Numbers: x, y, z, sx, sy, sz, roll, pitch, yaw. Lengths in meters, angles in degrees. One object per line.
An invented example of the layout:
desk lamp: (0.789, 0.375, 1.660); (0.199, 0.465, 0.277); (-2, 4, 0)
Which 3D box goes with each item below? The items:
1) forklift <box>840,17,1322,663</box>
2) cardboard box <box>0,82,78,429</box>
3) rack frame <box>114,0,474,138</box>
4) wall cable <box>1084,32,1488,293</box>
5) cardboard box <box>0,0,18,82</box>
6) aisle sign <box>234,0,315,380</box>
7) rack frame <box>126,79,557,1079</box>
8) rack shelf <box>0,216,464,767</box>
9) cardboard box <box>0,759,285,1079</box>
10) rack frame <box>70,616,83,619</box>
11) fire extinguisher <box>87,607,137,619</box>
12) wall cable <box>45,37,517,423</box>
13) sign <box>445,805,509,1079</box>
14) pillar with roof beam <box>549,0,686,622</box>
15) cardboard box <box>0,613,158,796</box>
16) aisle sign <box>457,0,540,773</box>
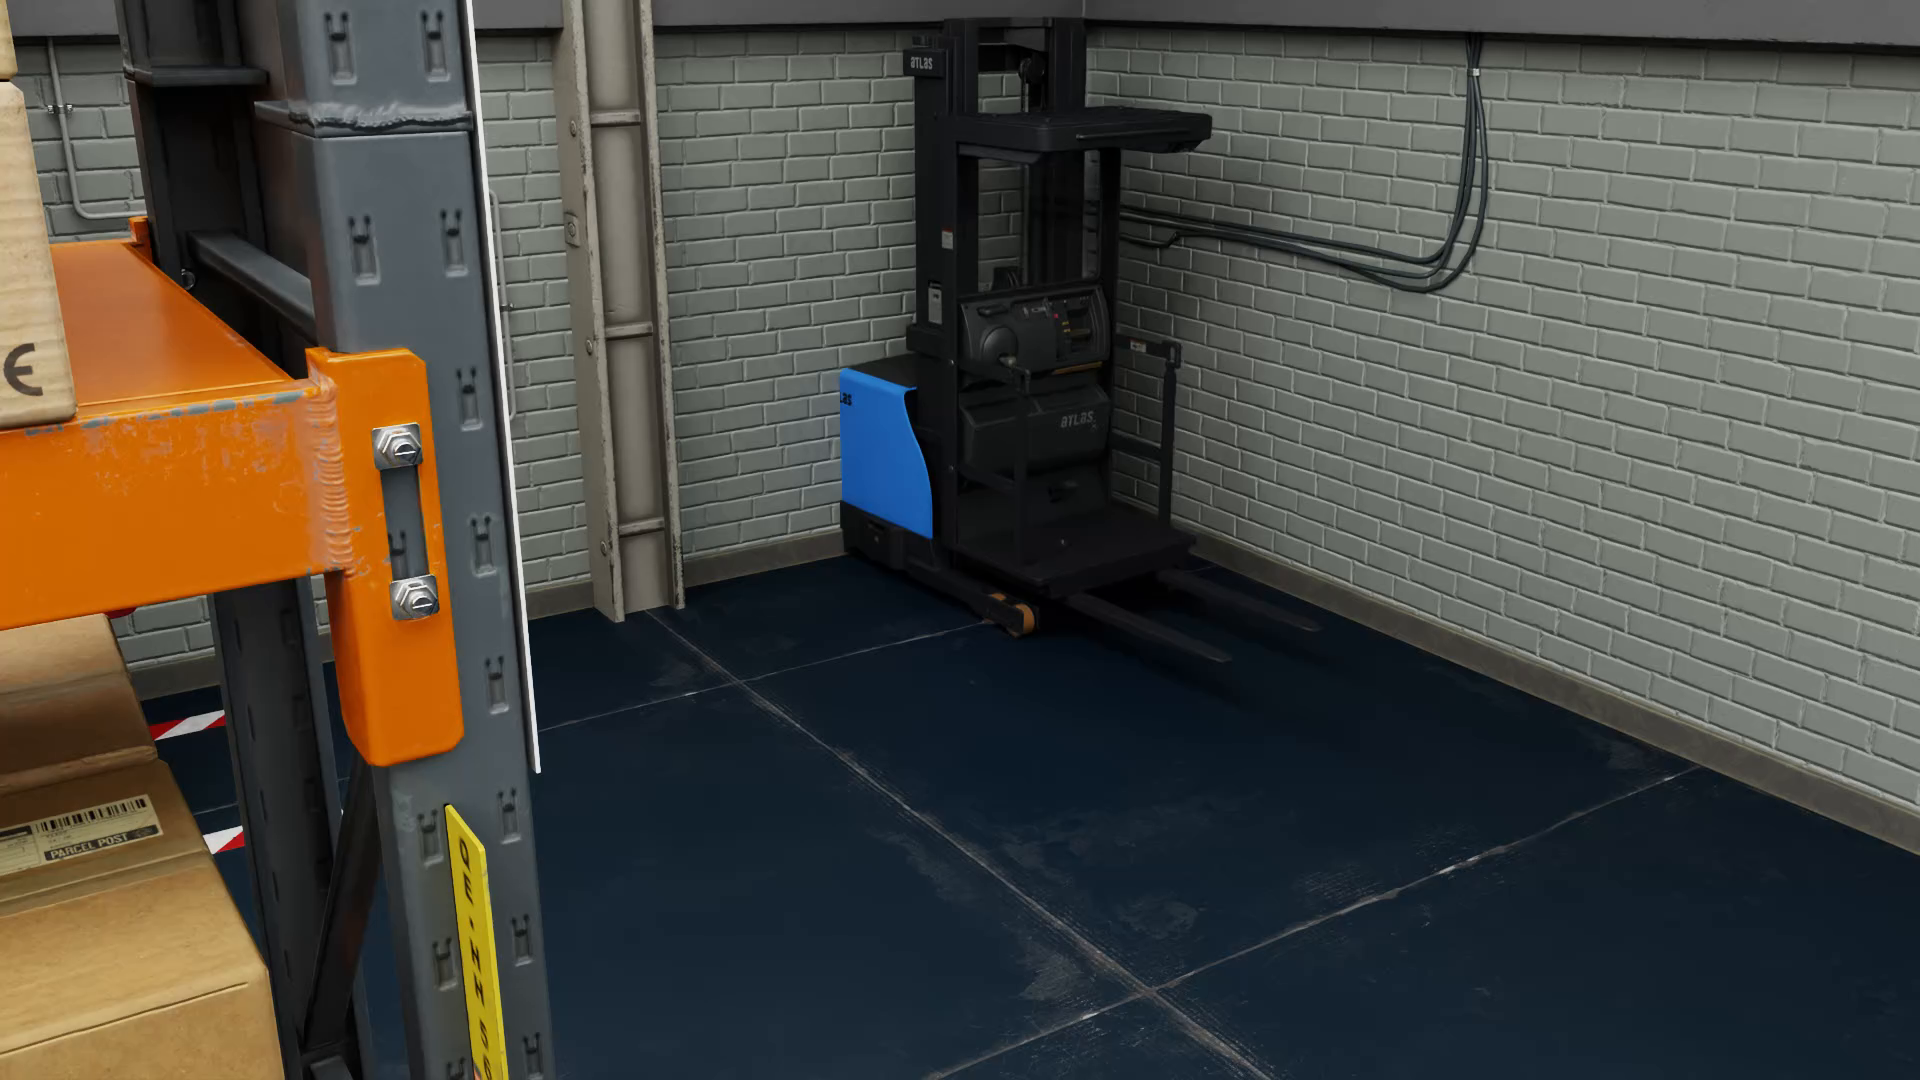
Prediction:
forklift: (0.525, -1.082, 8.370); (1.130, 2.935, 3.031); (-14, 23, -35)
cardboard box: (-1.018, -0.232, 1.298); (0.500, 0.250, 0.500); (-12, 22, -31)
rack frame: (-0.734, -1.885, 1.270); (0.127, 3.000, 1.000); (-12, 22, -31)
wall cable: (1.459, -2.639, 8.348); (0.112, 2.526, 3.097); (-12, 22, -31)
cardboard box: (-1.022, -0.471, 1.225); (0.500, 0.250, 0.500); (-12, 22, -31)
aisle sign: (-0.838, -0.365, 2.082); (0.004, 0.787, 0.394); (-12, 22, -31)
rack frame: (-0.734, 0.957, 2.231); (0.127, 3.000, 1.000); (-12, 22, -31)
rack shelf: (-2.404, 0.229, 0.823); (4.000, 0.370, 1.077); (-12, 22, -31)
cardboard box: (-0.954, 0.588, 1.605); (0.500, 0.500, 0.500); (-12, 22, -32)
rack frame: (-3.461, -0.367, 6.148); (0.127, 3.000, 1.000); (-12, 22, -31)
fire extinguisher: (-3.081, -0.057, 5.933); (0.183, 0.674, 0.296); (-12, 22, -31)
wall cable: (-2.912, -1.327, 7.401); (1.851, 1.984, 0.084); (-12, 22, -31)
sign: (-0.445, 0.411, 1.545); (0.005, 0.325, 0.100); (-12, 22, -31)
pillar with roof beam: (0.686, -2.765, 3.872); (0.400, 9.000, 9.100); (-12, 22, -31)
cardboard box: (-1.249, 0.444, 2.032); (0.500, 0.500, 0.500); (-11, 22, -30)
aisle sign: (-0.508, -0.205, 1.607); (0.004, 0.787, 0.394); (-12, 22, -31)
